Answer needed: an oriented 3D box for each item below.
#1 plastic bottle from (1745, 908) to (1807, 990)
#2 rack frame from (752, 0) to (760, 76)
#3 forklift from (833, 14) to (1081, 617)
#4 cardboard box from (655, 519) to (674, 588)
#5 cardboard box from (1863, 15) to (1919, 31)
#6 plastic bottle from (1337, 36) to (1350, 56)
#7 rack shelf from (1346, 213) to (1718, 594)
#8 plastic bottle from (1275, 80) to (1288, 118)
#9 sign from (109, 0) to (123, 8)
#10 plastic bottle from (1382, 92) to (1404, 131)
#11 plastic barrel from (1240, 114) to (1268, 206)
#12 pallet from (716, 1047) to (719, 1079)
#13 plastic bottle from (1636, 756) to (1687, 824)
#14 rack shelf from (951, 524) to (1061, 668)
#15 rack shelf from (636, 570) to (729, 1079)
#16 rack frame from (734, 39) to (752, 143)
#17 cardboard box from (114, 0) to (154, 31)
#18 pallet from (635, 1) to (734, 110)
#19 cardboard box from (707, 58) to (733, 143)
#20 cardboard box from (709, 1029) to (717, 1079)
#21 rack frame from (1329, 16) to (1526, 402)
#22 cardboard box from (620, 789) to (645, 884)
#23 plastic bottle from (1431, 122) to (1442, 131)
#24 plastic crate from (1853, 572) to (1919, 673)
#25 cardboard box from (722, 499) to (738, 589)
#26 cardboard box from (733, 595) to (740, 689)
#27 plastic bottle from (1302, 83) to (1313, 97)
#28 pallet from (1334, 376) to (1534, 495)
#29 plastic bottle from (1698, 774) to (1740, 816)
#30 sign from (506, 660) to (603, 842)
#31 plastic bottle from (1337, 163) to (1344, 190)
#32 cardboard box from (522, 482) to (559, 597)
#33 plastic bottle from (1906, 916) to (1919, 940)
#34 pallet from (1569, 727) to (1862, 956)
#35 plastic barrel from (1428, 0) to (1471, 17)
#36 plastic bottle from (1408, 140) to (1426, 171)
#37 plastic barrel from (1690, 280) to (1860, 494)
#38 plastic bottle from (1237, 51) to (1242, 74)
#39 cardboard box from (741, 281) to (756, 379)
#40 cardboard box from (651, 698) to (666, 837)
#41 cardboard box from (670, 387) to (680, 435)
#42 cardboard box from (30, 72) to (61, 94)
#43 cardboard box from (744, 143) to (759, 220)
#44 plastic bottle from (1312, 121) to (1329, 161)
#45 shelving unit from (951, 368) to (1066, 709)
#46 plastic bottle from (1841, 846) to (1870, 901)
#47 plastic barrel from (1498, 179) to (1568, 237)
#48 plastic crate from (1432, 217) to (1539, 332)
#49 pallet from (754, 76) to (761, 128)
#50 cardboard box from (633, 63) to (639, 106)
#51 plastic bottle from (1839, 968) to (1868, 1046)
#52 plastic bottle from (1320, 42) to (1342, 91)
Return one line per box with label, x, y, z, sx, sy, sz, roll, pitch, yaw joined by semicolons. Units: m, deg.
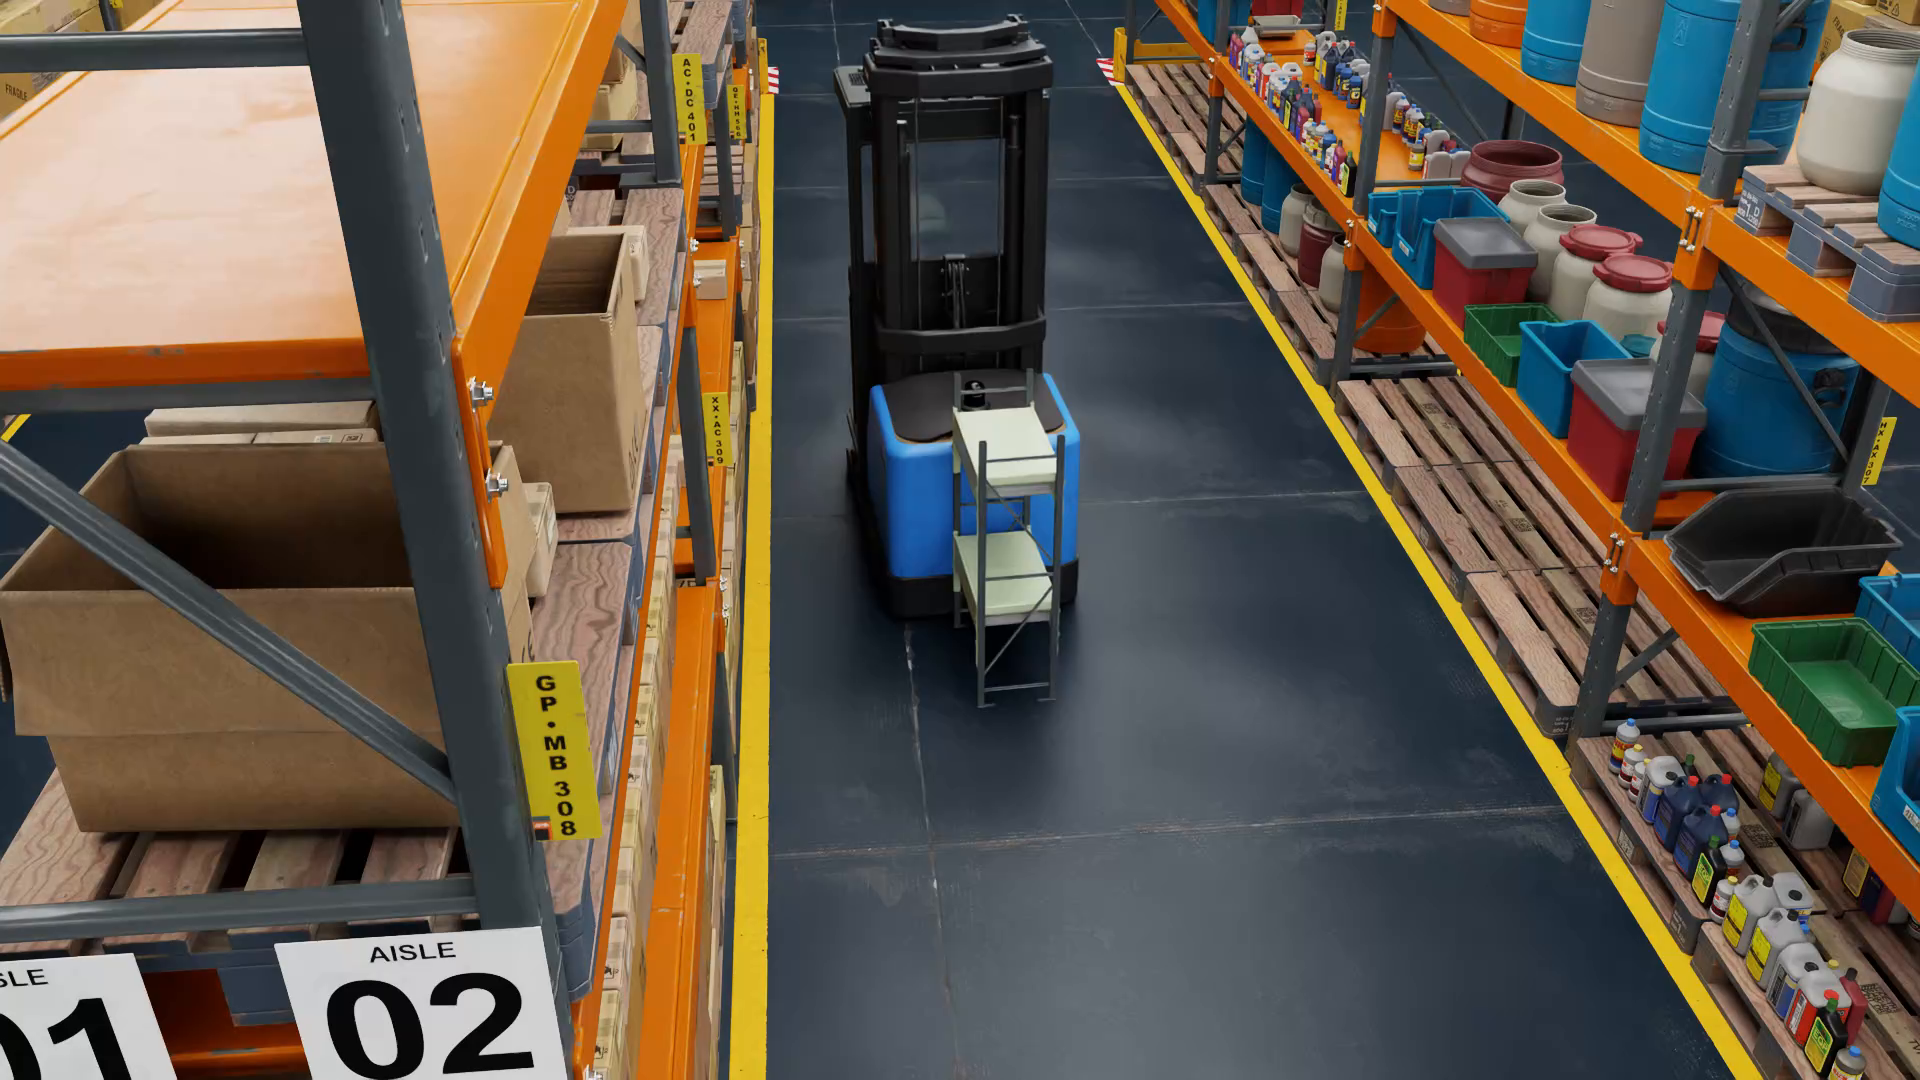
plastic bottle;3.149;1.546;6.391;0.144;0.351;0.185;-2;31;-3
rack frame;-2.642;-6.134;17.095;1.000;3.000;0.127;-3;31;-5
forklift;-0.105;-1.586;9.547;1.130;2.935;3.031;-5;31;-8
cardboard box;-1.234;0.060;5.995;0.380;0.149;0.250;-4;31;-6
cardboard box;7.484;-3.848;13.171;0.500;0.500;0.500;-3;31;-6
plastic bottle;3.076;-3.852;13.323;0.144;0.351;0.185;-3;31;-5
rack shelf;3.225;-0.955;9.126;1.077;0.370;4.000;-3;31;-5
plastic bottle;2.429;-3.316;12.502;0.097;0.271;0.097;0;31;0
sign;-6.660;-4.346;13.050;0.100;0.325;0.005;-3;31;-5
plastic bottle;3.190;-3.176;12.264;0.152;0.276;0.135;-3;31;-5
plastic barrel;2.698;-3.328;14.034;0.600;0.901;0.708;-3;31;-5
pallet;-1.371;2.222;5.824;1.003;0.211;1.213;-3;31;-5
plastic bottle;3.062;1.085;7.236;0.152;0.276;0.135;-2;31;-3
rack shelf;0.225;0.274;8.464;0.431;0.370;0.720;-5;31;-8
rack shelf;-1.333;1.323;5.312;1.077;0.370;4.000;-3;31;-5
rack frame;-2.268;-4.092;13.676;1.000;3.000;0.127;-3;31;-5
cardboard box;-7.234;-4.259;13.663;0.980;0.700;0.700;-2;31;-4
pallet;-1.634;-2.343;8.007;1.003;0.211;1.213;-1;31;-2
cardboard box;-1.960;-3.065;11.450;0.700;0.500;0.500;3;31;5
cardboard box;-1.114;1.985;5.774;0.500;0.250;0.500;-3;31;-5
rack frame;3.038;-2.285;10.651;1.000;3.000;0.127;-3;31;-5
cardboard box;-1.091;0.845;4.680;0.380;0.149;0.250;-3;31;-5
plastic bottle;3.309;-2.778;11.590;0.061;0.283;0.133;-3;31;-5
plastic crate;3.785;0.373;6.346;0.499;0.251;0.616;-3;31;-5
cardboard box;-1.402;0.009;8.535;0.500;0.311;0.500;-4;31;-6
cardboard box;-1.358;0.514;8.237;0.500;0.250;0.500;-2;31;-3
plastic bottle;2.582;-3.273;12.431;0.097;0.271;0.097;0;31;0
pallet;3.072;-0.690;10.700;1.003;0.211;1.213;-3;31;-5
plastic bottle;3.217;1.131;7.086;0.144;0.351;0.185;-3;31;-5
sign;-0.593;0.314;2.444;0.100;0.325;0.005;-3;31;-5
plastic bottle;2.583;-2.445;11.113;0.097;0.201;0.097;0;31;0
cardboard box;-1.081;0.006;3.590;0.380;0.149;0.250;-3;31;-5
plastic bottle;3.856;1.490;6.631;0.097;0.201;0.097;0;31;0
pallet;3.433;1.299;7.369;1.003;0.211;1.213;-3;31;-5
plastic barrel;2.899;-3.358;9.034;0.600;0.901;0.600;0;31;0
plastic bottle;3.154;-2.657;11.467;0.097;0.201;0.097;0;31;0
plastic barrel;3.677;-0.670;7.458;0.600;0.901;0.708;-3;31;-5
plastic bottle;2.315;-3.908;13.562;0.097;0.201;0.097;0;31;0
cardboard box;-1.652;-1.411;11.197;0.500;0.500;0.500;-1;31;-2
cardboard box;-1.374;0.701;5.554;0.700;0.500;0.500;-2;31;-4
cardboard box;-1.625;-0.712;7.920;0.500;0.500;0.500;-1;31;-1
cardboard box;-6.809;-3.291;11.928;0.500;0.500;0.500;-3;31;-4
cardboard box;-1.936;-2.969;13.805;0.500;0.500;0.500;-3;31;-5
plastic bottle;2.525;-2.792;11.625;0.097;0.271;0.097;0;31;0
shelving unit;0.225;-0.006;8.297;0.431;1.500;0.755;-5;31;-8
plastic bottle;3.707;1.330;6.818;0.061;0.283;0.133;-3;31;-5
plastic barrel;3.347;-1.818;9.760;0.421;0.512;0.421;0;31;0
plastic crate;2.884;-1.473;9.228;0.402;0.464;0.583;-3;31;-5
pallet;-2.559;-4.491;17.063;1.003;0.211;1.213;-3;31;-5
cardboard box;-1.622;-2.006;6.996;0.500;0.250;0.500;-6;31;-9
plastic bottle;3.287;1.725;6.158;0.061;0.283;0.133;-3;31;-5
plastic bottle;2.950;-3.751;13.153;0.144;0.351;0.185;-3;31;-5
